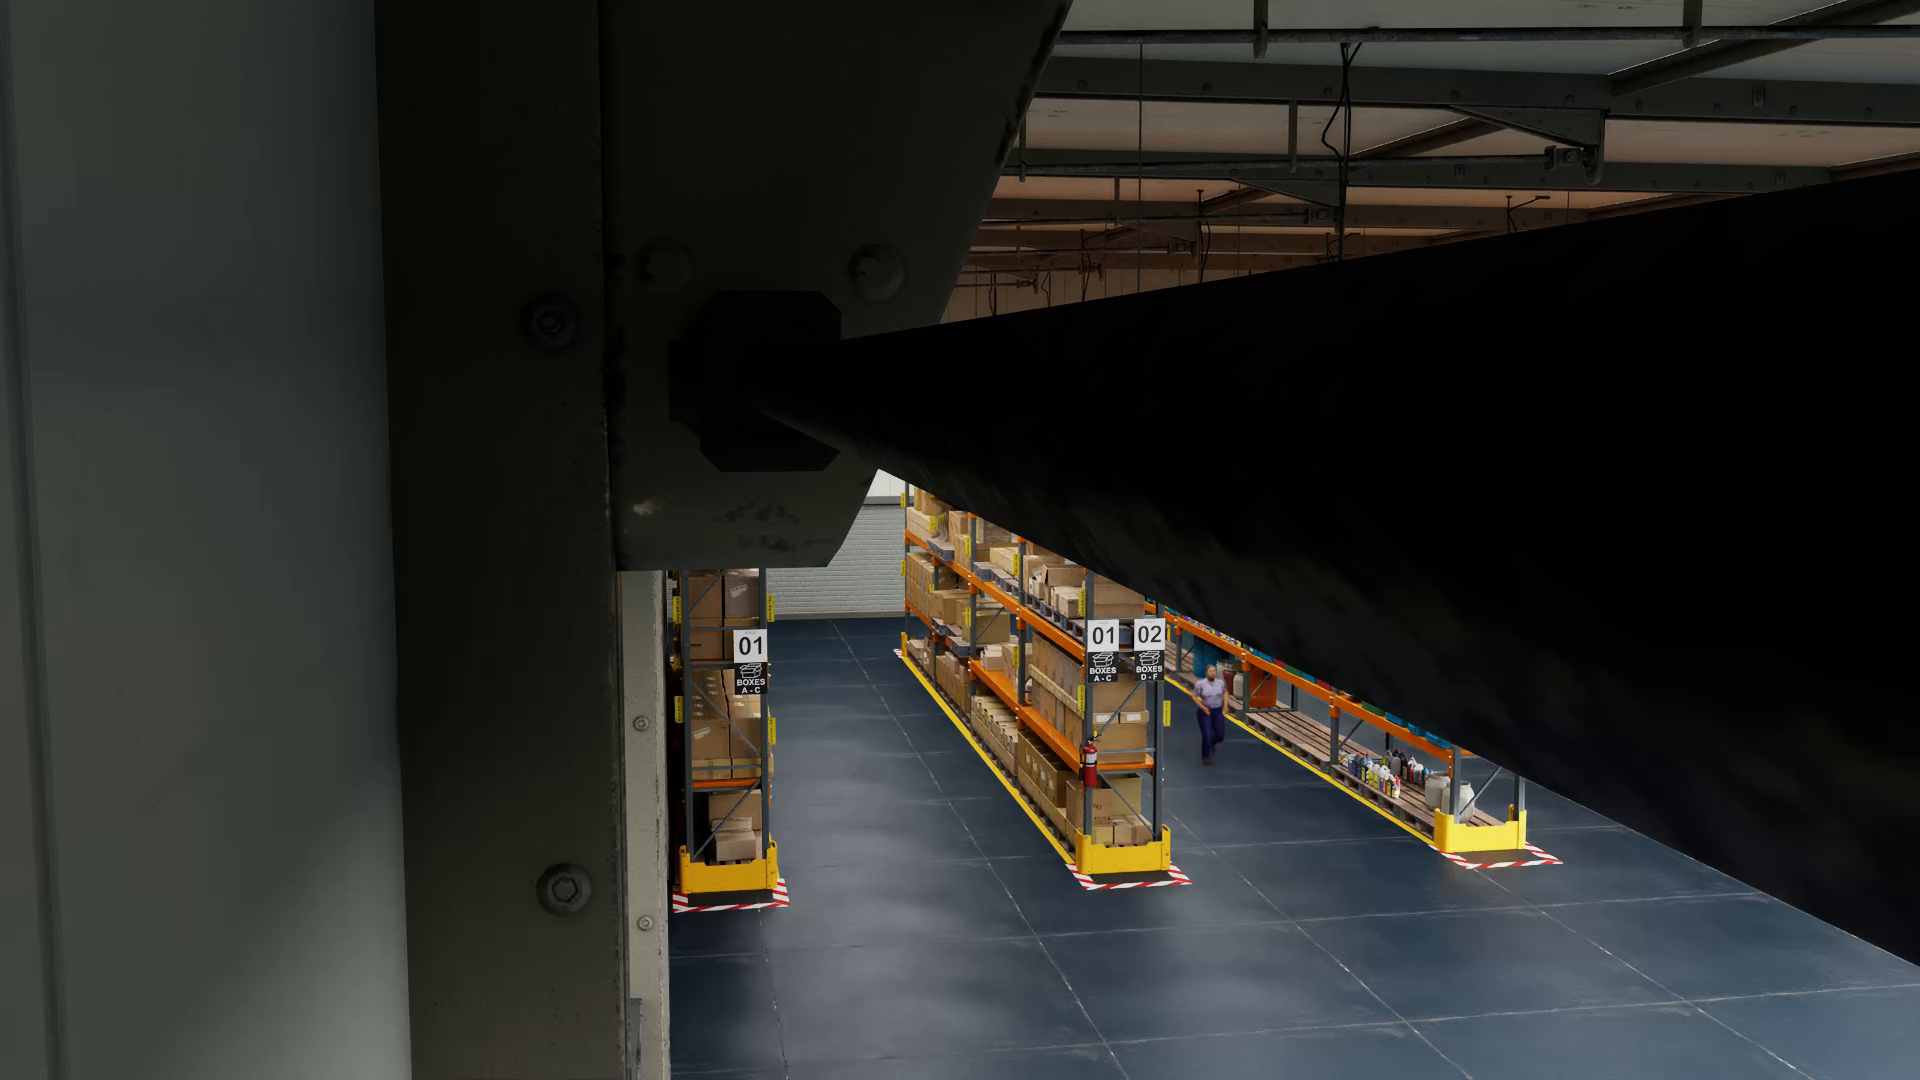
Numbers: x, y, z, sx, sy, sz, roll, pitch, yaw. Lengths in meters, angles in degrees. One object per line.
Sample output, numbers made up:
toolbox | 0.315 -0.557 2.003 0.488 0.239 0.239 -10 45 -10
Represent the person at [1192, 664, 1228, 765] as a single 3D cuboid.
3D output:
person | 4.017 2.789 26.613 0.640 1.595 0.571 -1 6 -13
